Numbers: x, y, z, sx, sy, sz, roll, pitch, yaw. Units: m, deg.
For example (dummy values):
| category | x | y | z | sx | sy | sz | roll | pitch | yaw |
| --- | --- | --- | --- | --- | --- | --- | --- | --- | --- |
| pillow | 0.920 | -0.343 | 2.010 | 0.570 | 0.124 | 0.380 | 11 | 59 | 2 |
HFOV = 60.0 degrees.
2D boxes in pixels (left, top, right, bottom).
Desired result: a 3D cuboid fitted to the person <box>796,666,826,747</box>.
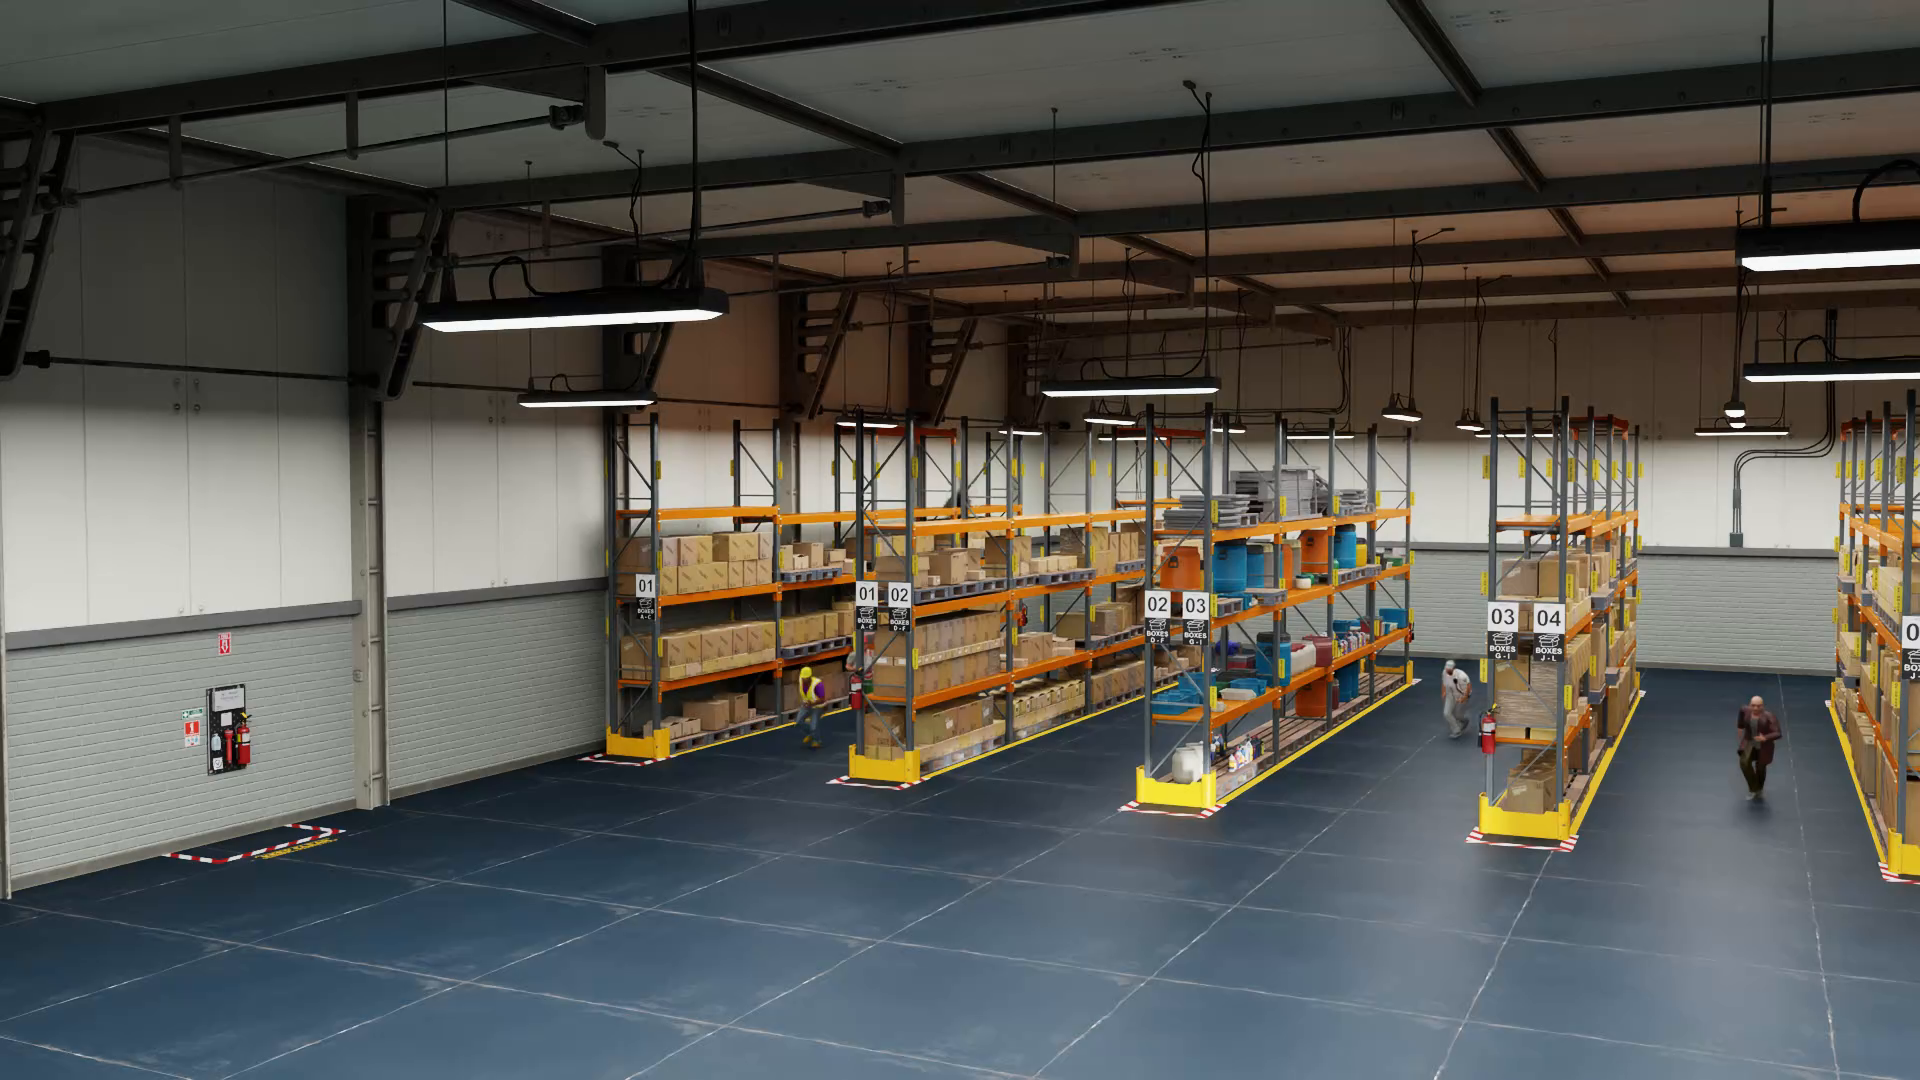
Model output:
| category | x | y | z | sx | sy | sz | roll | pitch | yaw |
| --- | --- | --- | --- | --- | --- | --- | --- | --- | --- |
| person | -2.659 | 2.980 | 29.681 | 0.729 | 1.526 | 0.976 | 1 | 3 | 26 |

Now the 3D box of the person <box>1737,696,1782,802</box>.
| category | x | y | z | sx | sy | sz | roll | pitch | yaw |
| --- | --- | --- | --- | --- | --- | --- | --- | --- | --- |
| person | 12.078 | 3.120 | 25.138 | 0.705 | 1.608 | 1.186 | 2 | 3 | 36 |

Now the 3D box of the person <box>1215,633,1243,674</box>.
| category | x | y | z | sx | sy | sz | roll | pitch | yaw |
| --- | --- | --- | --- | --- | --- | --- | --- | --- | --- |
| person | 5.889 | 2.734 | 36.383 | 0.593 | 1.491 | 0.810 | 2 | 3 | 32 |

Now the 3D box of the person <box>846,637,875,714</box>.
| category | x | y | z | sx | sy | sz | roll | pitch | yaw |
| --- | --- | --- | --- | --- | --- | --- | --- | --- | --- |
| person | -1.939 | 2.745 | 32.580 | 0.625 | 1.765 | 0.855 | 0 | 2 | -9 |

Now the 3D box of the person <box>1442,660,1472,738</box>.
| category | x | y | z | sx | sy | sz | roll | pitch | yaw |
| --- | --- | --- | --- | --- | --- | --- | --- | --- | --- |
| person | 9.315 | 2.961 | 31.133 | 0.586 | 1.491 | 1.021 | 2 | 3 | 40 |
